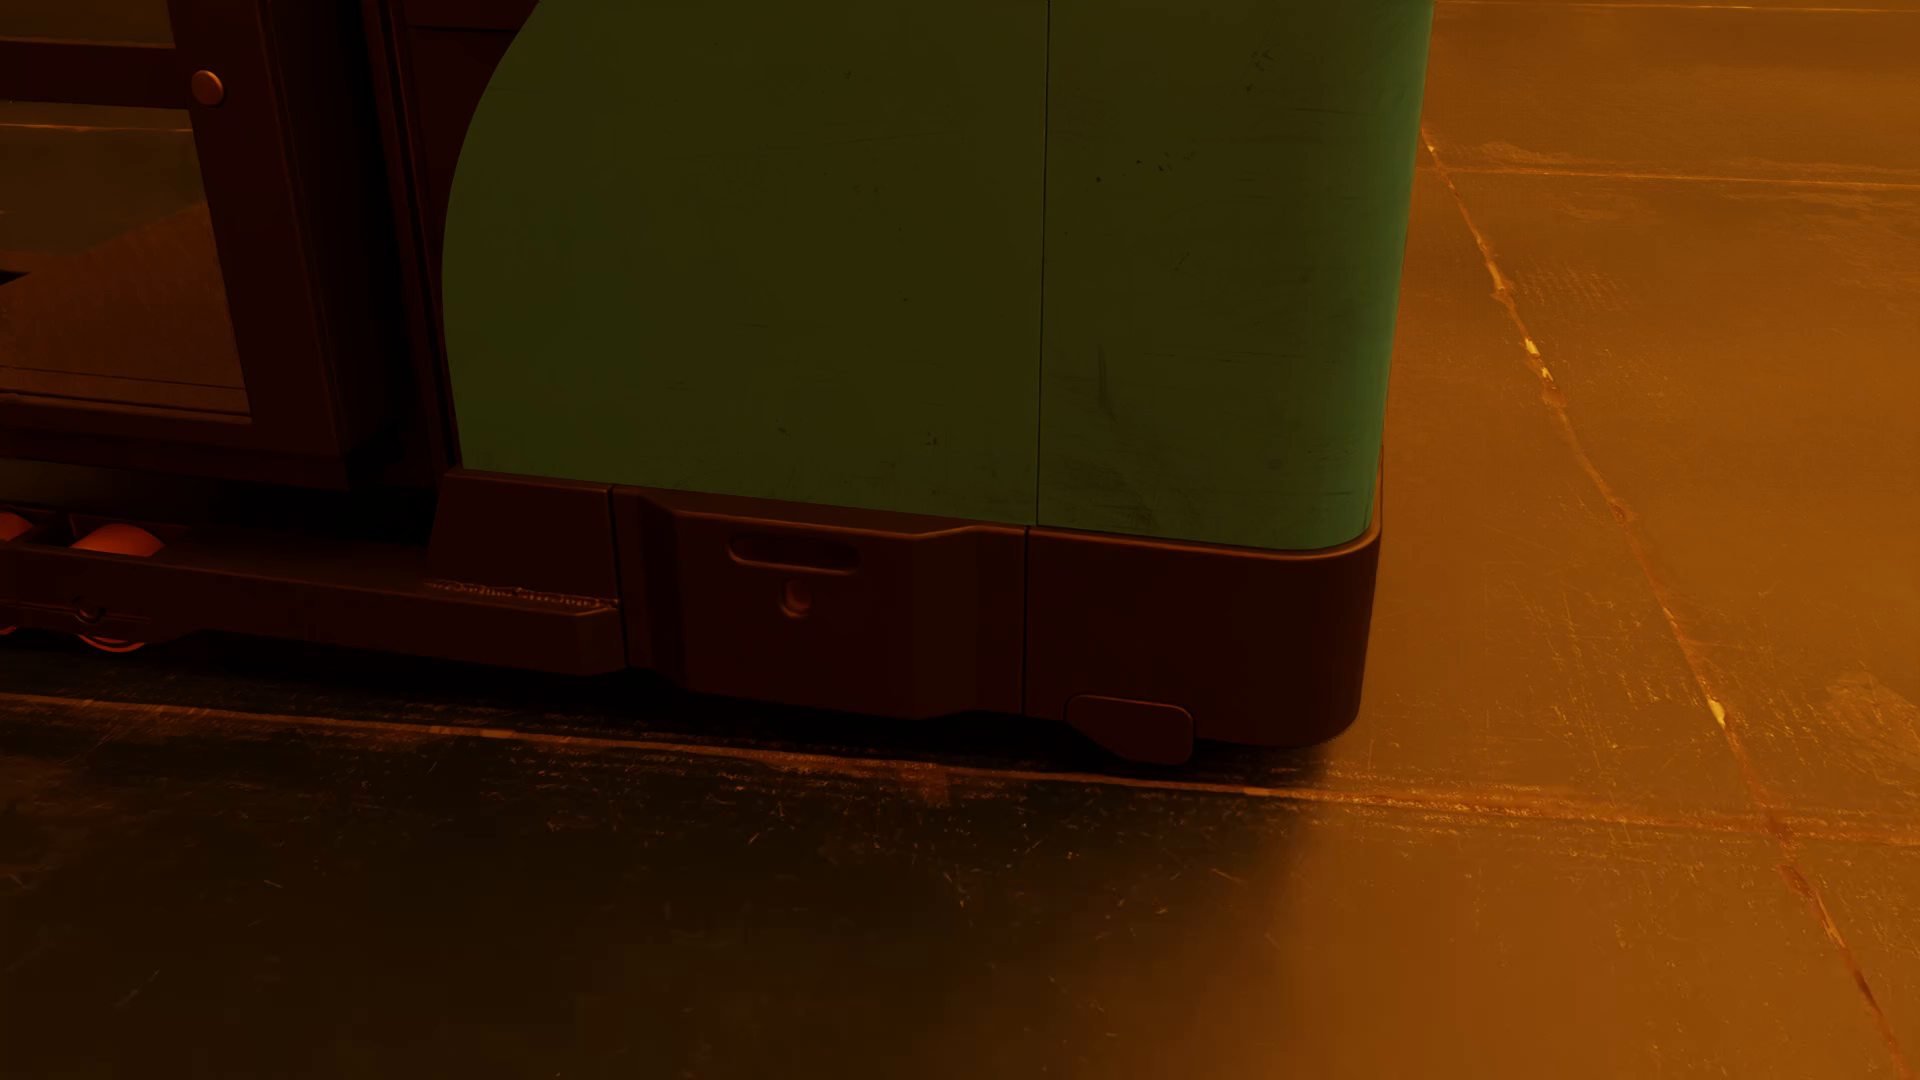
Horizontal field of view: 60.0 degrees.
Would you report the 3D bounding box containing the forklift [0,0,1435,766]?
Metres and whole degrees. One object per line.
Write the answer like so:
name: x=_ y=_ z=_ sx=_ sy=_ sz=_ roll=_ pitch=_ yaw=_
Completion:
forklift: x=-0.915 y=-1.385 z=1.993 sx=3.031 sy=2.935 sz=1.130 roll=6 pitch=27 yaw=12
